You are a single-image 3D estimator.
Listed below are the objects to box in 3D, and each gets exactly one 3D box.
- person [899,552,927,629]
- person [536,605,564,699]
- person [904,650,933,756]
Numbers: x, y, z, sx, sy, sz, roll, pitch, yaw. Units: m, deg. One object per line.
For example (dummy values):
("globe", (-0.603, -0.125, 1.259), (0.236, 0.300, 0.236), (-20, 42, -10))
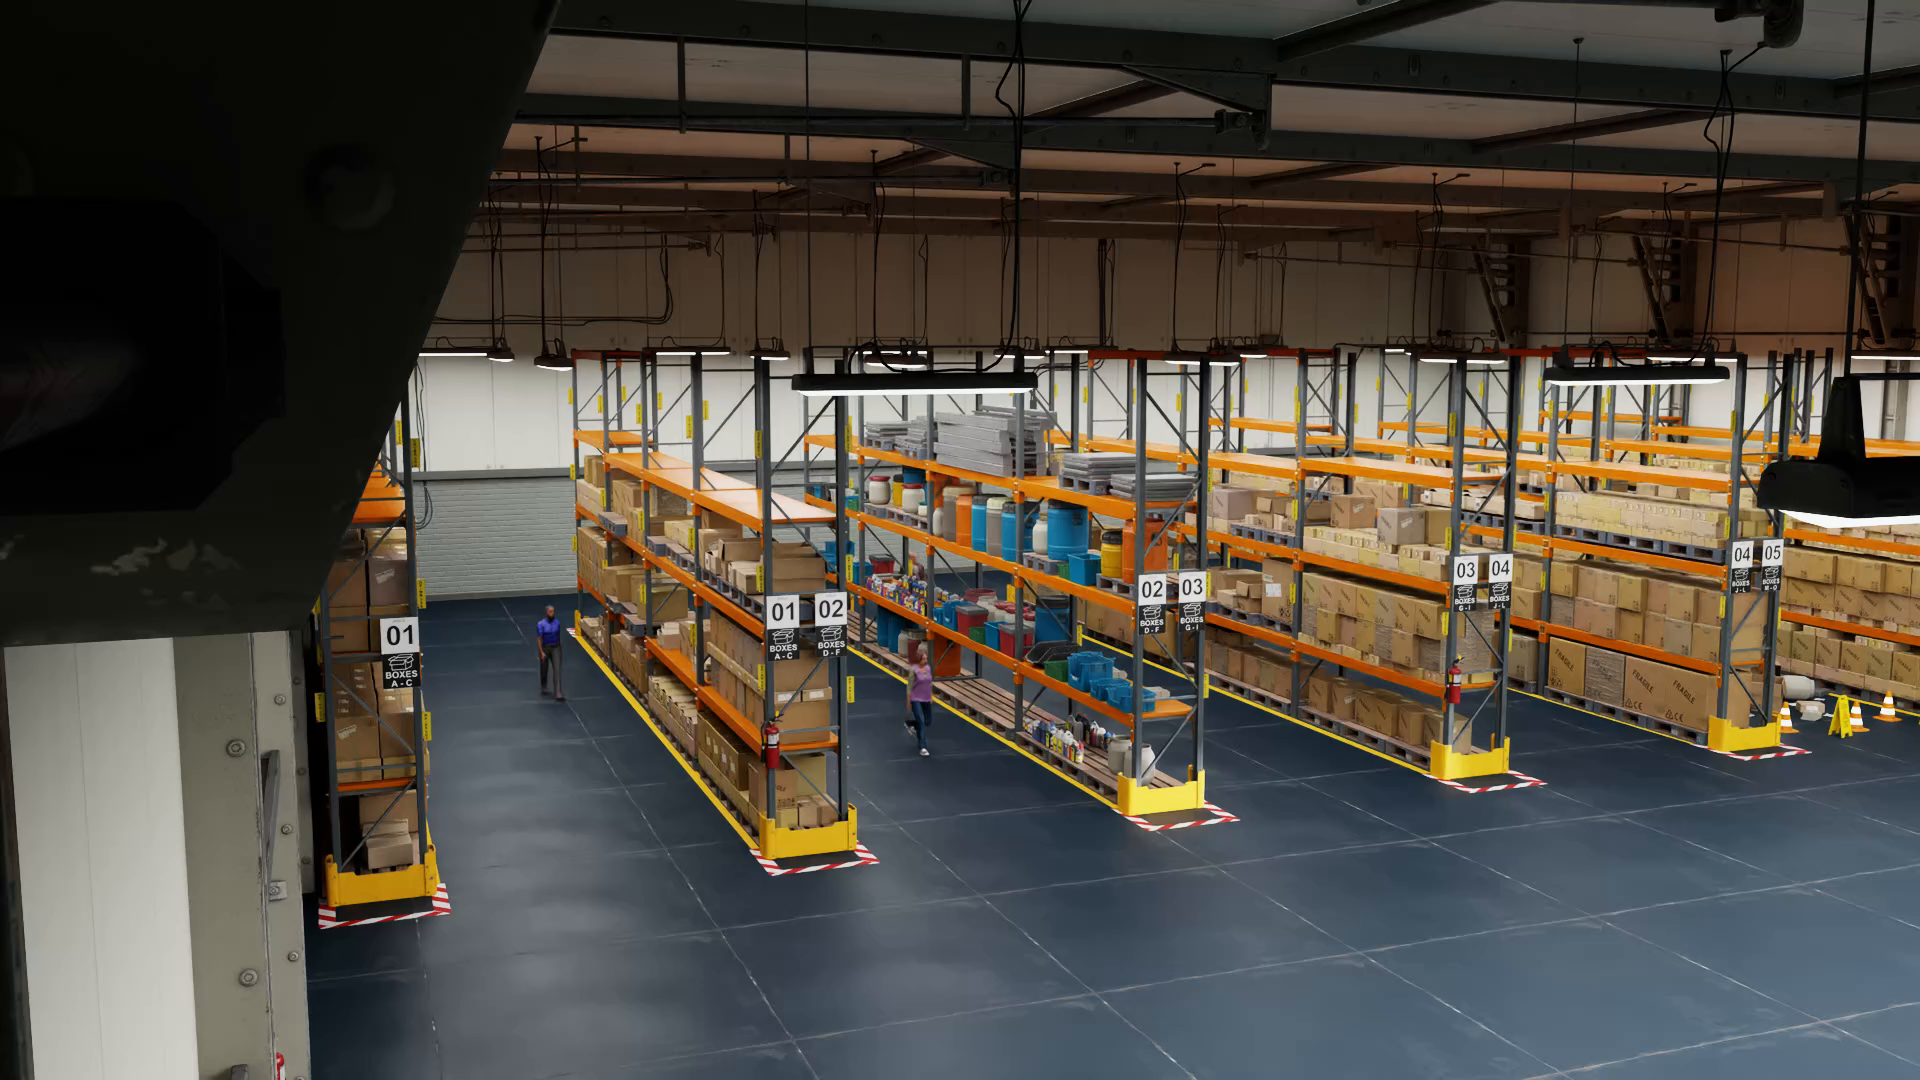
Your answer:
("person", (-0.955, 1.100, 35.049), (0.597, 1.726, 1.160), (-5, 9, -35))
("person", (-7.160, 1.926, 28.992), (0.441, 1.590, 1.051), (-3, 8, -22))
("person", (-0.620, 2.424, 25.196), (0.454, 1.557, 0.840), (-5, 9, -38))
